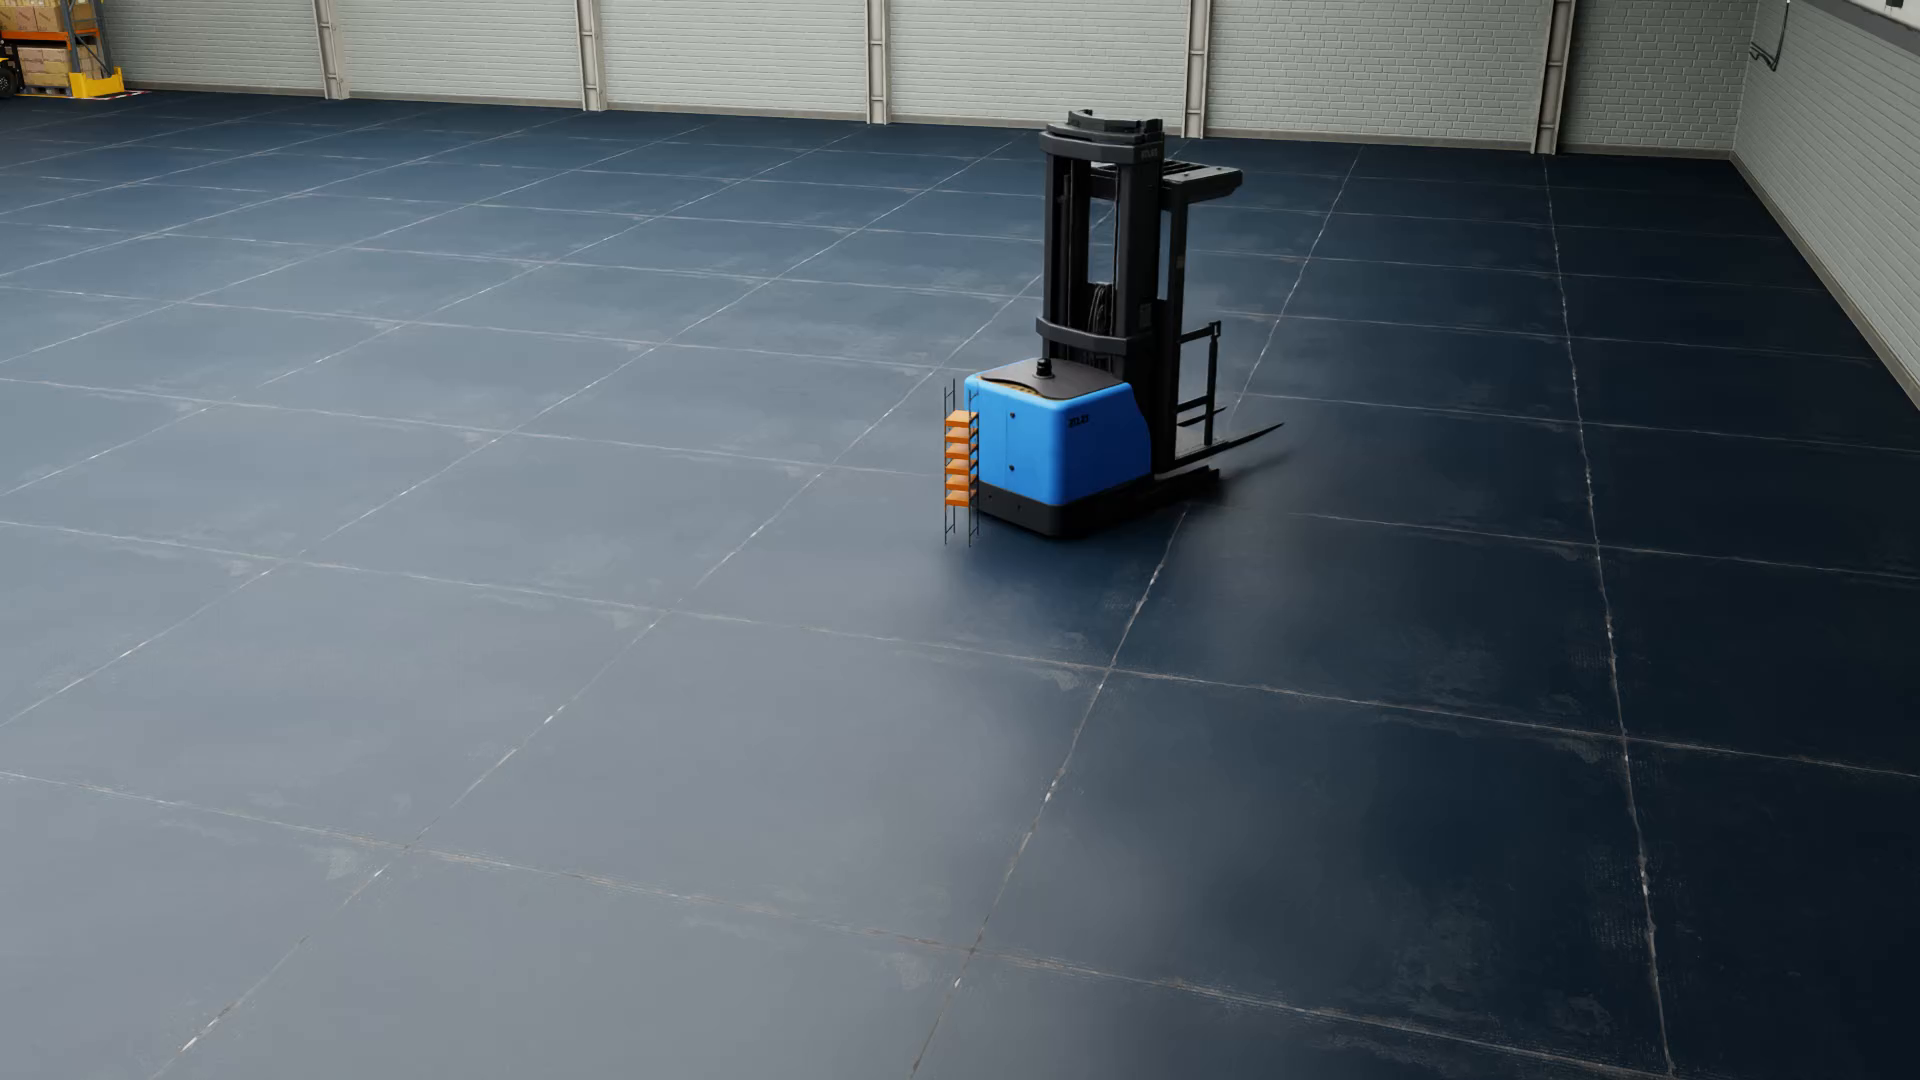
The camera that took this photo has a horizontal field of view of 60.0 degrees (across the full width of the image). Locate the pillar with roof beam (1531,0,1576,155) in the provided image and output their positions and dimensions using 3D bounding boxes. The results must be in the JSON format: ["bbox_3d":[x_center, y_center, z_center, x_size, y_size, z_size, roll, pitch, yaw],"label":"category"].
[{"bbox_3d":[8.712,-9.215,22.878,0.400,9.000,9.100,7,23,16],"label":"pillar with roof beam"}]

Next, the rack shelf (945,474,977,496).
[{"bbox_3d":[0.014,-0.401,12.101,0.180,0.103,0.258,7,23,15],"label":"rack shelf"}]

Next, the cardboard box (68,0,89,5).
[{"bbox_3d":[-18.610,-11.367,35.041,0.250,0.149,0.380,6,23,14],"label":"cardboard box"}]

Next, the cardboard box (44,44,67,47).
[{"bbox_3d":[-19.245,-10.448,35.542,0.500,0.250,0.500,7,23,16],"label":"cardboard box"}]

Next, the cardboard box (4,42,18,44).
[{"bbox_3d":[-20.692,-10.618,35.955,0.500,0.250,0.500,7,23,16],"label":"cardboard box"}]

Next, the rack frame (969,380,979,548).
[{"bbox_3d":[0.101,-0.544,12.014,0.006,1.200,0.240,7,23,15],"label":"rack frame"}]

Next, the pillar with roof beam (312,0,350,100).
[{"bbox_3d":[-14.265,-11.846,29.292,0.400,9.000,9.100,7,23,16],"label":"pillar with roof beam"}]

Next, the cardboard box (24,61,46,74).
[{"bbox_3d":[-19.393,-10.041,35.207,0.500,0.250,0.500,6,23,15],"label":"cardboard box"}]

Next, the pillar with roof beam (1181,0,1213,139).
[{"bbox_3d":[2.967,-9.873,24.482,0.400,9.000,9.100,7,23,16],"label":"pillar with roof beam"}]

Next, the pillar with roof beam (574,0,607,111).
[{"bbox_3d":[-8.521,-11.189,27.689,0.400,9.000,9.100,7,23,16],"label":"pillar with roof beam"}]

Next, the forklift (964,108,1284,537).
[{"bbox_3d":[1.428,-1.840,12.894,3.031,2.935,1.130,-20,30,-40],"label":"forklift"}]

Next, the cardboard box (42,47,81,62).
[{"bbox_3d":[-18.891,-10.211,34.962,0.500,0.250,0.500,7,23,17],"label":"cardboard box"}]

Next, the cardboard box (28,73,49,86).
[{"bbox_3d":[-19.374,-9.806,35.292,0.500,0.250,0.500,7,23,15],"label":"cardboard box"}]

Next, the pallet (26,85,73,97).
[{"bbox_3d":[-19.104,-9.667,35.559,1.213,0.211,1.003,7,23,16],"label":"pallet"}]

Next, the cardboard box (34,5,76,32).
[{"bbox_3d":[-18.907,-10.894,34.743,0.500,0.500,0.500,6,23,14],"label":"cardboard box"}]

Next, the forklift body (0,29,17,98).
[{"bbox_3d":[-20.702,-10.041,33.915,1.214,2.155,2.313,7,23,16],"label":"forklift body"}]

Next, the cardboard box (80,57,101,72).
[{"bbox_3d":[-18.750,-10.169,35.520,0.500,0.250,0.500,7,23,16],"label":"cardboard box"}]

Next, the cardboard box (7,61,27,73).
[{"bbox_3d":[-19.893,-10.090,35.326,0.500,0.250,0.500,6,23,14],"label":"cardboard box"}]

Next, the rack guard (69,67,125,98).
[{"bbox_3d":[-18.337,-9.730,35.331,0.348,0.500,1.175,7,23,16],"label":"rack guard"}]

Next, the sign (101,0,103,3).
[{"bbox_3d":[-18.194,-11.527,35.174,0.005,0.325,0.100,7,23,16],"label":"sign"}]

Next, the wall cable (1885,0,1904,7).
[{"bbox_3d":[9.636,-8.102,15.683,0.169,6.003,2.305,7,23,16],"label":"wall cable"}]

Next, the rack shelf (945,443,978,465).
[{"bbox_3d":[0.014,-0.623,12.010,0.180,0.103,0.258,7,23,15],"label":"rack shelf"}]

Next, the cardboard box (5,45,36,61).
[{"bbox_3d":[-19.867,-10.316,35.219,0.500,0.250,0.500,7,23,16],"label":"cardboard box"}]

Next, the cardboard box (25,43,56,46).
[{"bbox_3d":[-19.720,-10.507,35.685,0.500,0.250,0.500,6,23,15],"label":"cardboard box"}]

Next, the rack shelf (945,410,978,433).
[{"bbox_3d":[0.014,-0.845,11.919,0.180,0.103,0.258,7,23,15],"label":"rack shelf"}]

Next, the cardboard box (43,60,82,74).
[{"bbox_3d":[-18.916,-9.982,35.063,0.500,0.250,0.500,6,23,15],"label":"cardboard box"}]

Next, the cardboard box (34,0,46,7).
[{"bbox_3d":[-19.026,-11.189,34.607,0.250,0.149,0.380,7,23,16],"label":"cardboard box"}]

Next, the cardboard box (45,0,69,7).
[{"bbox_3d":[-18.773,-11.171,34.565,0.250,0.149,0.380,7,23,16],"label":"cardboard box"}]

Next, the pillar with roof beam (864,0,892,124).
[{"bbox_3d":[-2.777,-10.531,26.085,0.400,9.000,9.100,7,23,16],"label":"pillar with roof beam"}]

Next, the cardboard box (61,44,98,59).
[{"bbox_3d":[-18.765,-10.395,35.411,0.500,0.250,0.500,6,23,15],"label":"cardboard box"}]

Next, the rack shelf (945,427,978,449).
[{"bbox_3d":[0.014,-0.734,11.964,0.180,0.103,0.258,7,23,15],"label":"rack shelf"}]

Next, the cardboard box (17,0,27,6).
[{"bbox_3d":[-19.491,-11.271,34.807,0.250,0.149,0.380,6,23,15],"label":"cardboard box"}]

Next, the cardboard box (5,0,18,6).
[{"bbox_3d":[-19.760,-11.283,34.837,0.250,0.149,0.380,6,23,14],"label":"cardboard box"}]

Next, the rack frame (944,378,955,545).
[{"bbox_3d":[-0.074,-0.564,12.063,0.006,1.200,0.240,7,23,15],"label":"rack frame"}]

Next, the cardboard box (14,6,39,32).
[{"bbox_3d":[-19.401,-10.954,34.890,0.500,0.500,0.500,7,23,17],"label":"cardboard box"}]

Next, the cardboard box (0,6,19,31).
[{"bbox_3d":[-19.891,-11.010,35.026,0.500,0.500,0.500,6,23,14],"label":"cardboard box"}]

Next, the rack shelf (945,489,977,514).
[{"bbox_3d":[0.014,-0.290,12.146,0.180,0.103,0.258,7,23,15],"label":"rack shelf"}]

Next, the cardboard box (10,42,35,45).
[{"bbox_3d":[-20.209,-10.566,35.828,0.500,0.250,0.500,6,23,14],"label":"cardboard box"}]

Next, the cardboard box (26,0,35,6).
[{"bbox_3d":[-19.257,-11.239,34.731,0.250,0.149,0.380,7,23,17],"label":"cardboard box"}]

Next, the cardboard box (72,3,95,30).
[{"bbox_3d":[-18.754,-11.090,35.222,0.500,0.500,0.500,7,23,17],"label":"cardboard box"}]

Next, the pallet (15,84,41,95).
[{"bbox_3d":[-20.268,-9.802,35.887,1.213,0.211,1.003,7,23,15],"label":"pallet"}]

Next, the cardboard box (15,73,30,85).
[{"bbox_3d":[-19.851,-9.864,35.434,0.500,0.250,0.500,7,23,16],"label":"cardboard box"}]

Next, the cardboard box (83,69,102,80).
[{"bbox_3d":[-18.773,-9.936,35.610,0.500,0.250,0.500,7,23,16],"label":"cardboard box"}]

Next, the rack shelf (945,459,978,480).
[{"bbox_3d":[0.014,-0.512,12.055,0.180,0.103,0.258,7,23,15],"label":"rack shelf"}]

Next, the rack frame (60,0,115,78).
[{"bbox_3d":[-18.360,-10.889,34.863,0.127,3.000,1.000,7,23,16],"label":"rack frame"}]

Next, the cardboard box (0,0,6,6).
[{"bbox_3d":[-20.008,-11.303,34.887,0.250,0.149,0.380,7,23,16],"label":"cardboard box"}]

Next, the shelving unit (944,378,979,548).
[{"bbox_3d":[0.014,-0.554,12.038,0.189,1.200,0.258,7,23,15],"label":"shelving unit"}]

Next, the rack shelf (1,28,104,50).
[{"bbox_3d":[-20.274,-10.775,35.534,4.000,0.370,1.077,7,23,16],"label":"rack shelf"}]

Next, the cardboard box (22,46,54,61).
[{"bbox_3d":[-19.381,-10.264,35.093,0.500,0.250,0.500,7,23,16],"label":"cardboard box"}]

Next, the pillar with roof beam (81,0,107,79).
[{"bbox_3d":[-20.009,-12.504,30.896,0.400,9.000,9.100,7,23,16],"label":"pillar with roof beam"}]

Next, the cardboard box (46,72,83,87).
[{"bbox_3d":[-18.901,-9.748,35.151,0.500,0.250,0.500,7,23,16],"label":"cardboard box"}]

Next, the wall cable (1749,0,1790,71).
[{"bbox_3d":[12.394,-8.539,25.322,0.112,2.526,3.097,7,23,16],"label":"wall cable"}]

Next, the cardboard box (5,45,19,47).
[{"bbox_3d":[-20.350,-10.374,35.362,0.500,0.250,0.500,6,23,14],"label":"cardboard box"}]
